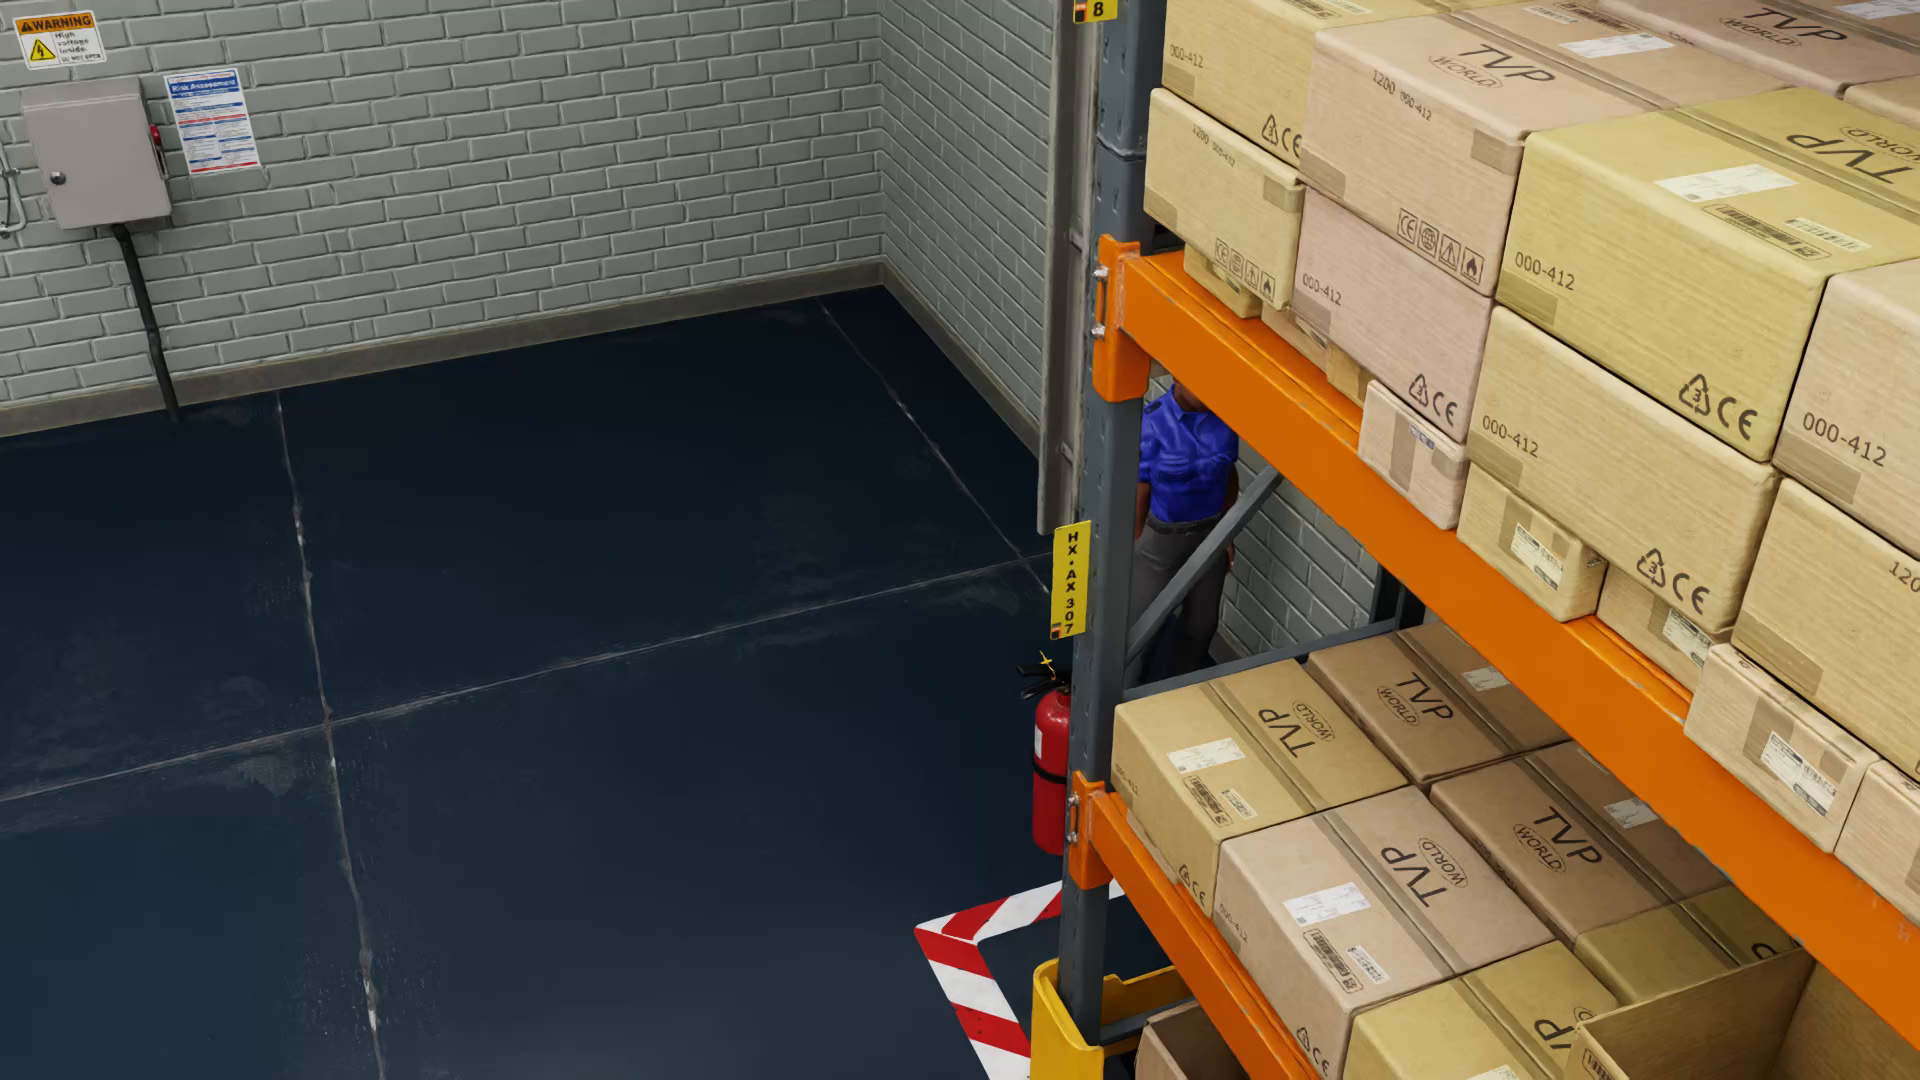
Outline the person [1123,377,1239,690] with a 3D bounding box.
[{"bbox_3d":[0.821,0.005,6.146,0.438,1.655,0.299,-13,36,-18],"label":"person"}]
